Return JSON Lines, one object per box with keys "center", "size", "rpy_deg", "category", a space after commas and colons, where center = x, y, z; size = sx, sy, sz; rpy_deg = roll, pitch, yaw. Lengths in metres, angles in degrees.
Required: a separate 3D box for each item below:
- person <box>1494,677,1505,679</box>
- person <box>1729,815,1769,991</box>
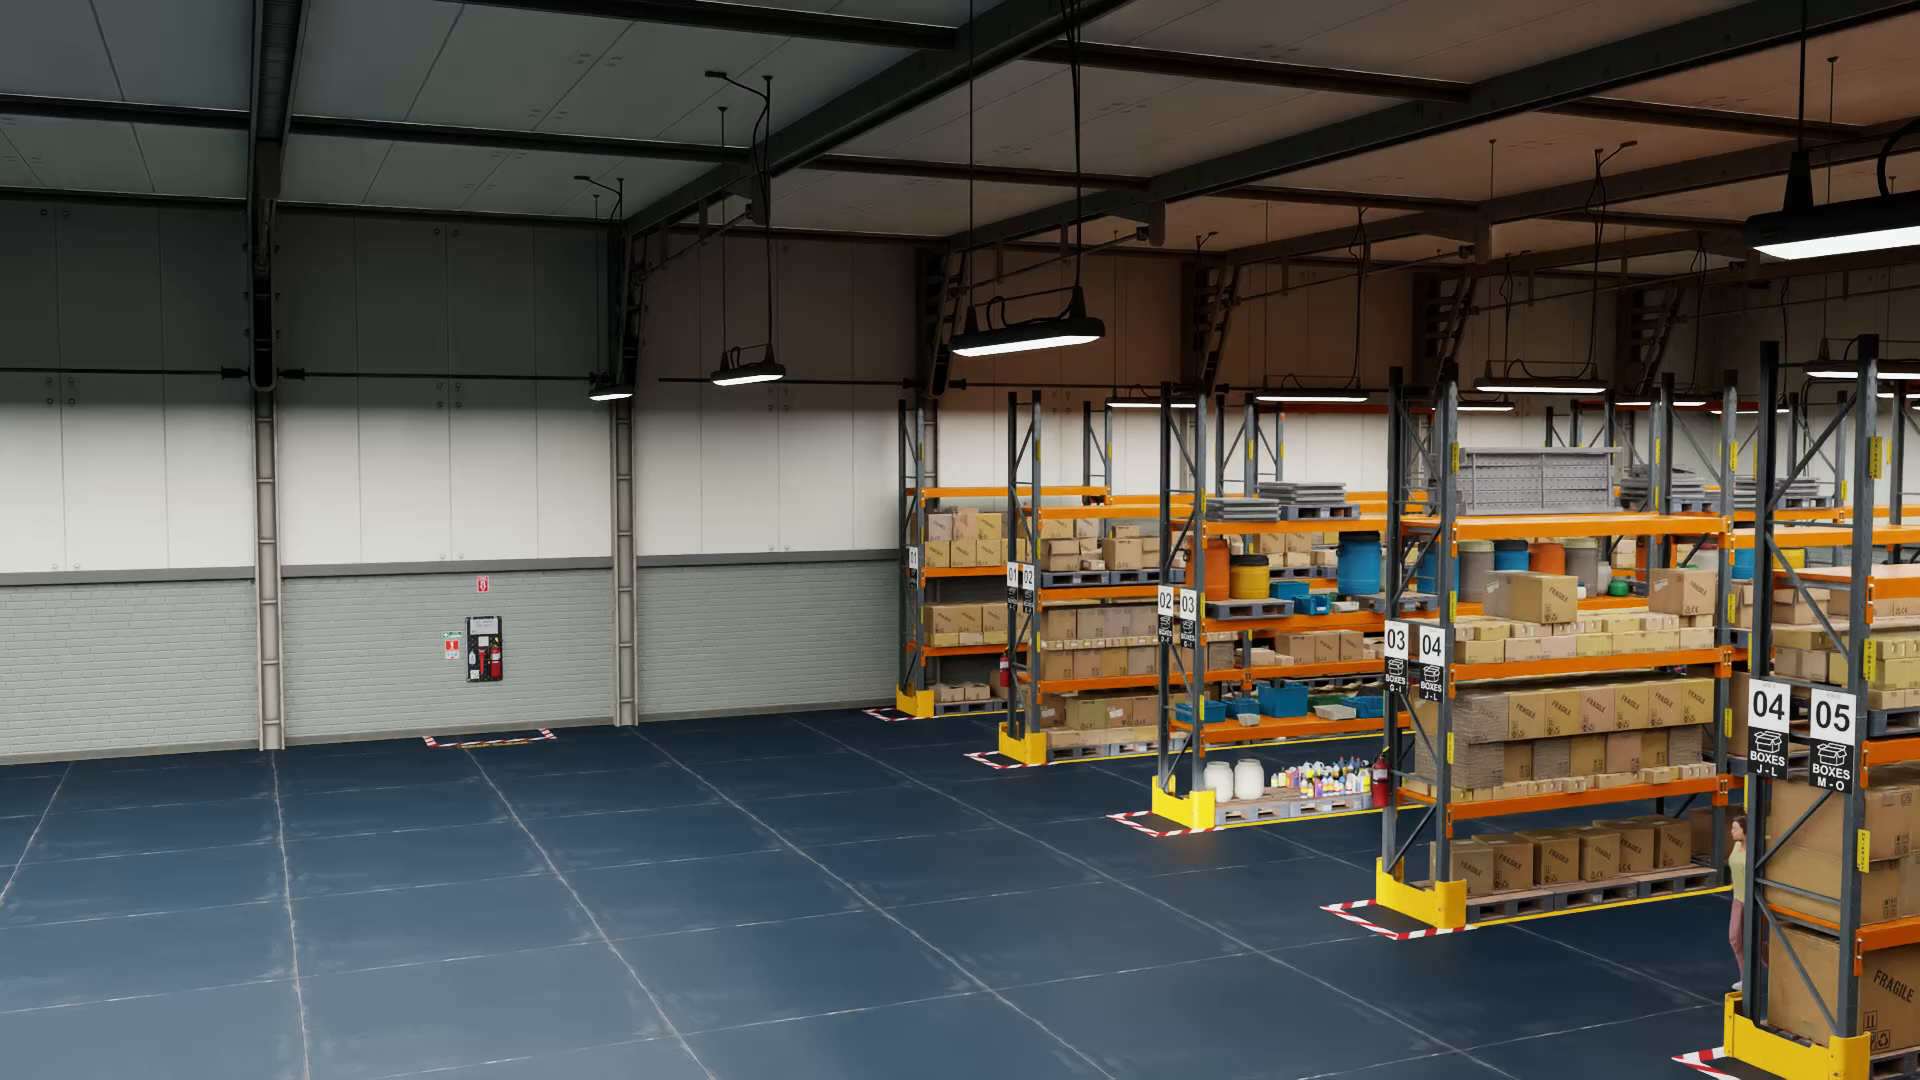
{"center": [8.517, 2.764, 26.627], "size": [0.574, 1.774, 0.385], "rpy_deg": [3, 4, 39], "category": "person"}
{"center": [7.544, 3.420, 15.732], "size": [0.523, 1.654, 0.524], "rpy_deg": [-1, 3, -14], "category": "person"}
